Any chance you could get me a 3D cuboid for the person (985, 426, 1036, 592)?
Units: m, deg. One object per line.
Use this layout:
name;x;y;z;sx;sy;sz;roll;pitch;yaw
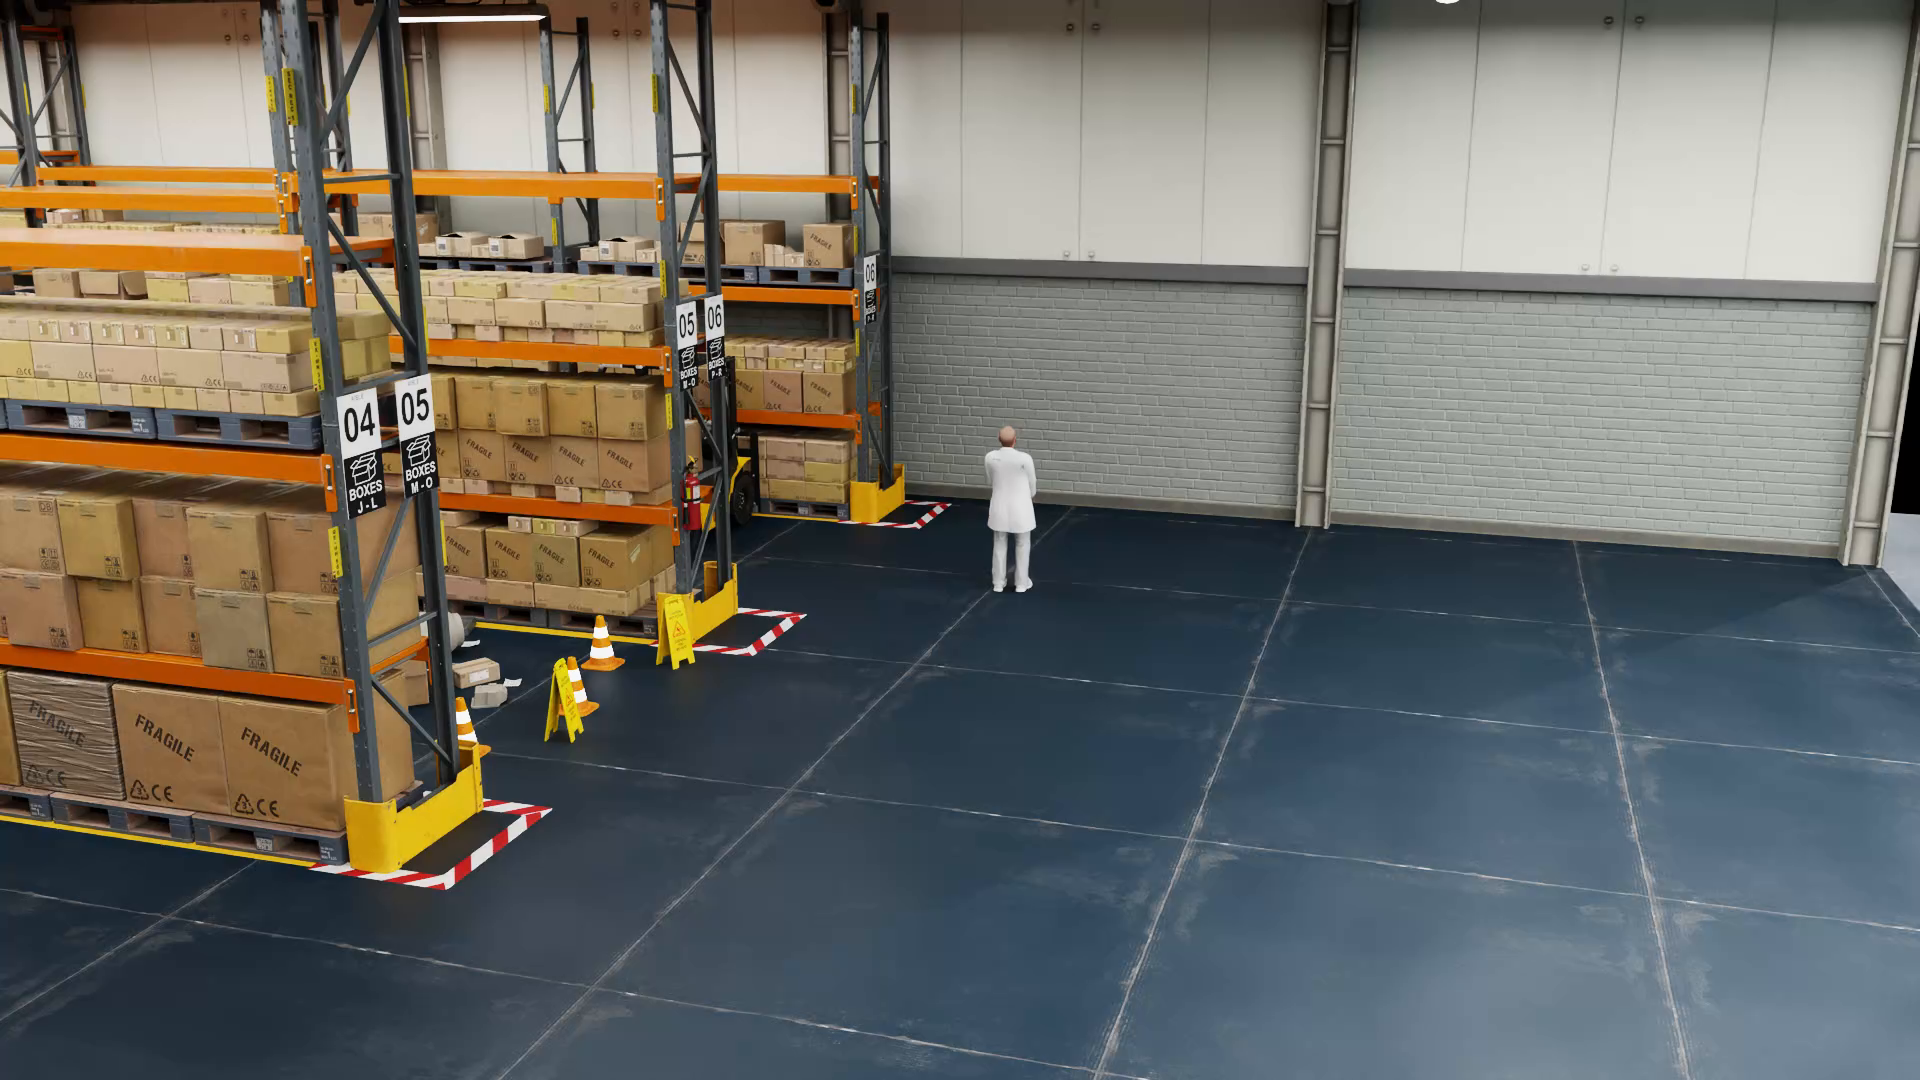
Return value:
person;0.553;-0.353;17.391;0.527;1.769;0.563;4;15;16
